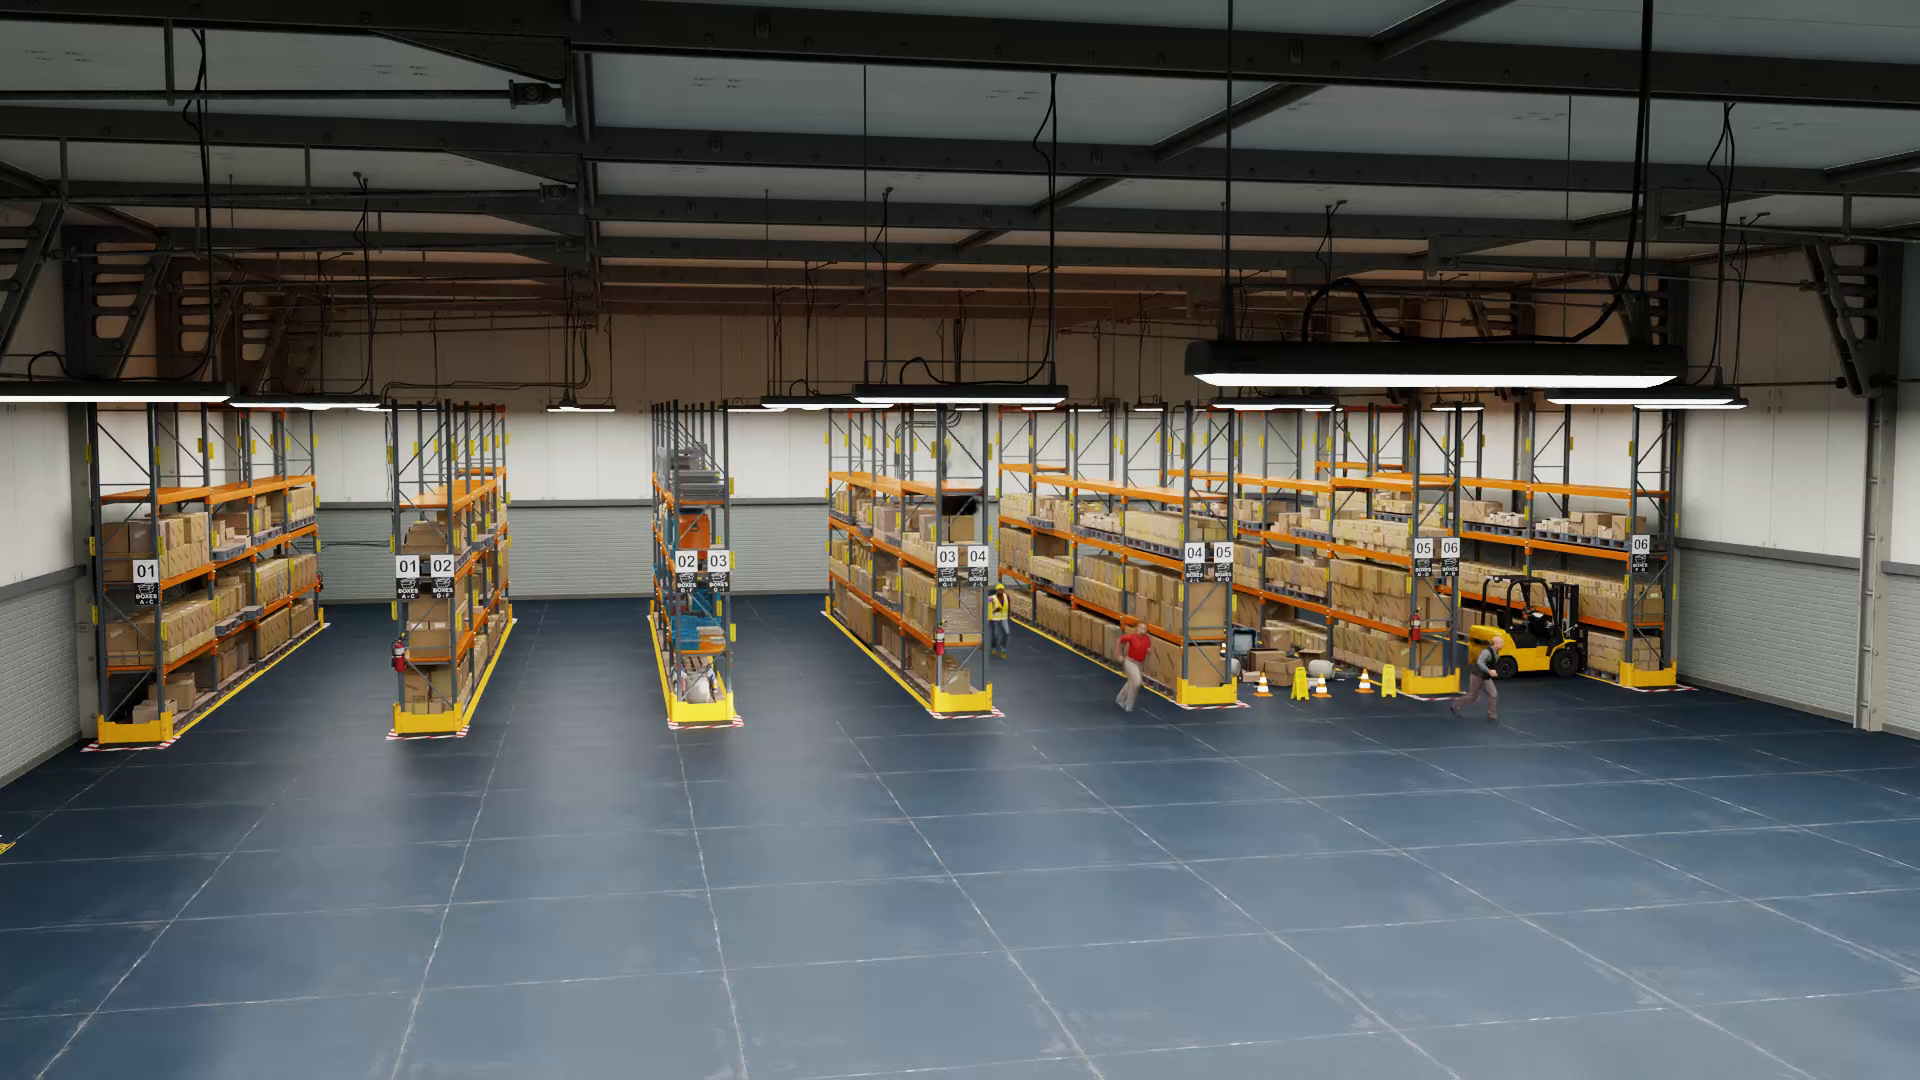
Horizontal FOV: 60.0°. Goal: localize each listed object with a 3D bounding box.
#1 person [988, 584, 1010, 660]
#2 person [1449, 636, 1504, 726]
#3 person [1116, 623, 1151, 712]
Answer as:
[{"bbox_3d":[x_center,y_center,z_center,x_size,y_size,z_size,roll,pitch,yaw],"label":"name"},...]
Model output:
[{"bbox_3d":[0.911,1.910,39.040,0.728,1.792,0.838,-2,5,-22],"label":"person"},{"bbox_3d":[9.602,2.594,30.880,1.009,1.680,0.696,3,5,35],"label":"person"},{"bbox_3d":[3.385,2.482,32.269,0.643,1.777,0.814,-4,6,-43],"label":"person"}]
